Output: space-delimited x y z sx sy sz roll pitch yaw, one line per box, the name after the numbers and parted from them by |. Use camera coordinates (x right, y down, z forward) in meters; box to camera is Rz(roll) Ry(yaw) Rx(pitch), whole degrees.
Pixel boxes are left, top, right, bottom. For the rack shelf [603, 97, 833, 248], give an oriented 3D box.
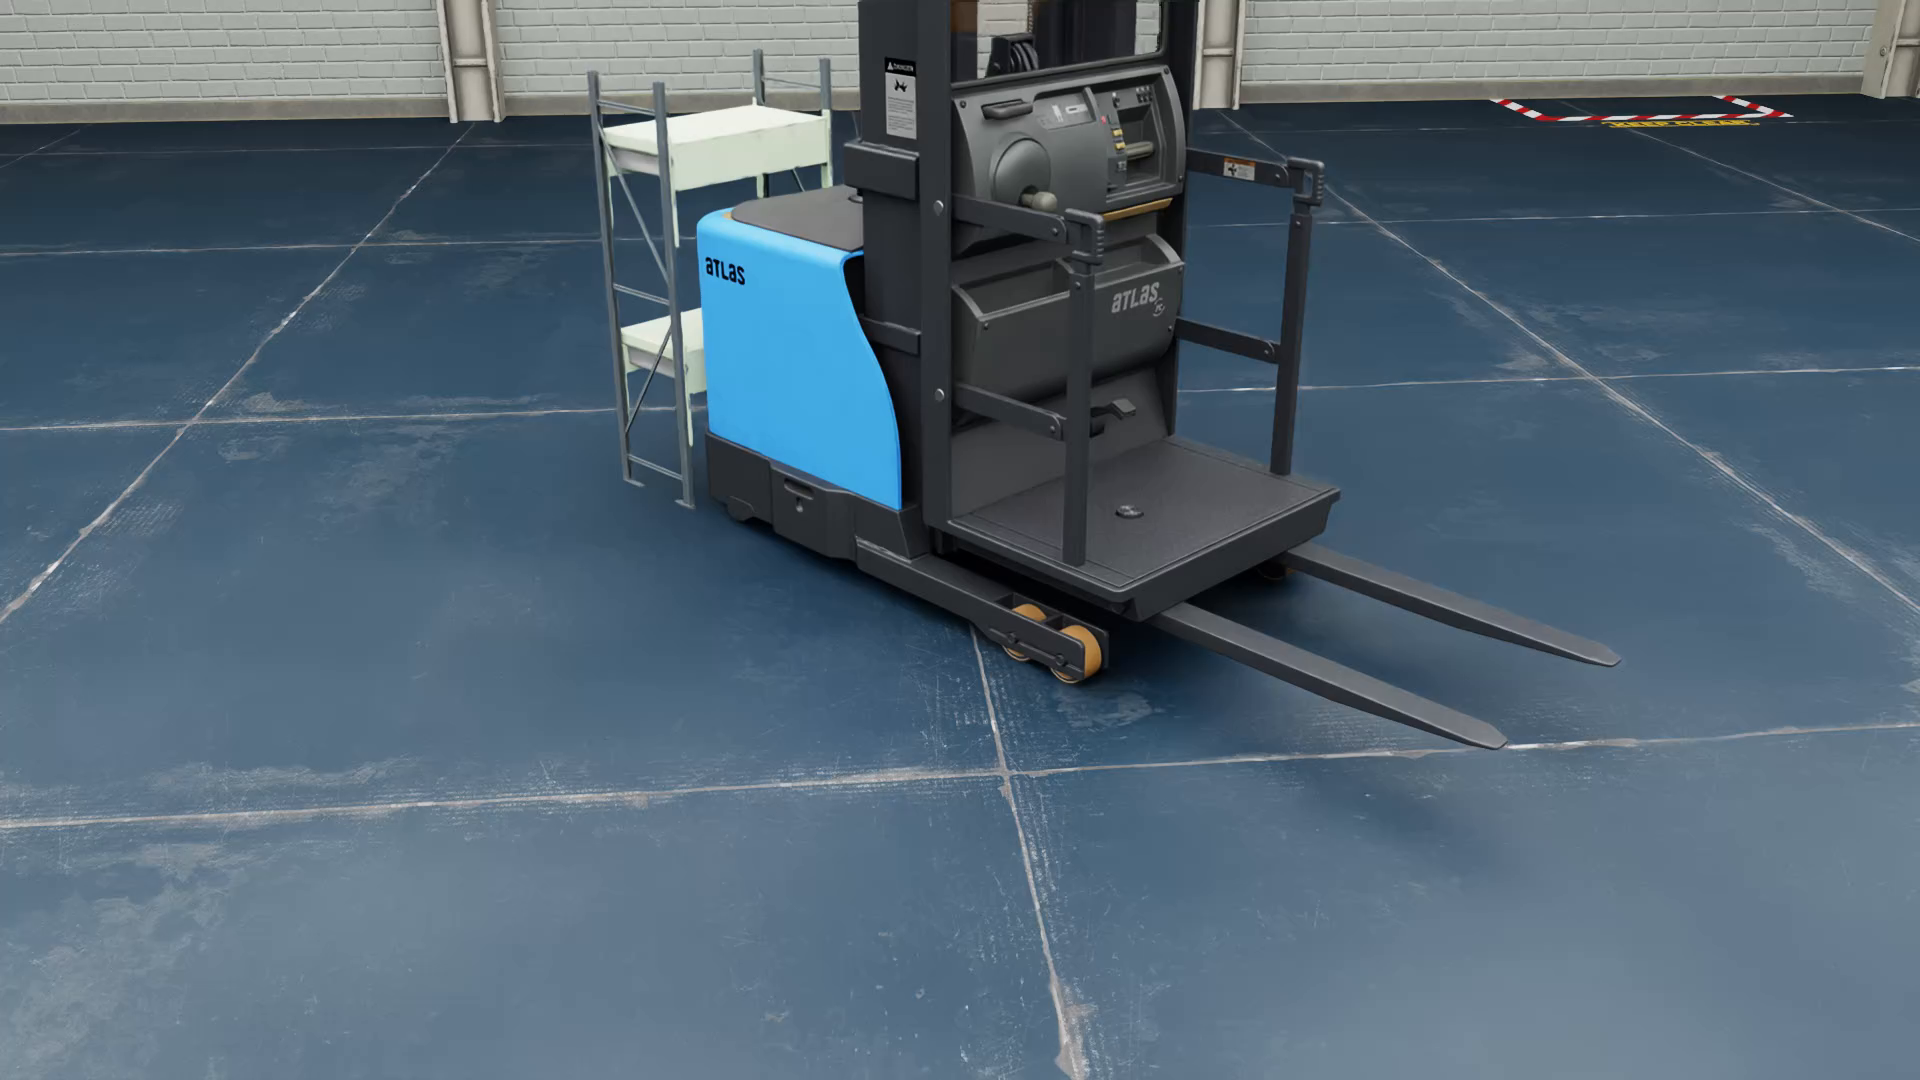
-0.862 -1.320 5.911 0.431 0.370 0.720 21 31 39 | rack shelf

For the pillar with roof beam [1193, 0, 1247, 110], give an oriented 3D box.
2.527 -5.995 8.159 0.400 9.000 9.100 -2 24 -5 | pillar with roof beam

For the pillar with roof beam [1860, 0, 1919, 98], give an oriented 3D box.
8.498 -6.235 8.697 0.400 9.000 9.100 -2 24 -5 | pillar with roof beam

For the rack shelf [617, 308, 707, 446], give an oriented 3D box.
-0.861 -0.665 6.201 0.431 0.370 0.720 21 31 39 | rack shelf

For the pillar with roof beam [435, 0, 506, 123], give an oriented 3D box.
-3.444 -5.755 7.620 0.400 9.000 9.100 -2 24 -5 | pillar with roof beam

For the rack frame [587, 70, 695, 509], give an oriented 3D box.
-1.112 -0.855 5.826 0.400 1.500 0.023 21 31 39 | rack frame

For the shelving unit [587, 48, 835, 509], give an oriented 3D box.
-0.861 -0.963 6.069 0.431 1.500 0.755 21 31 39 | shelving unit

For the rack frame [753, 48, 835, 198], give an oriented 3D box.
-0.610 -1.071 6.313 0.400 1.500 0.023 21 31 39 | rack frame

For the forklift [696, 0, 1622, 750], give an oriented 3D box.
0.489 -1.160 4.752 1.130 2.935 3.031 -22 32 -40 | forklift
